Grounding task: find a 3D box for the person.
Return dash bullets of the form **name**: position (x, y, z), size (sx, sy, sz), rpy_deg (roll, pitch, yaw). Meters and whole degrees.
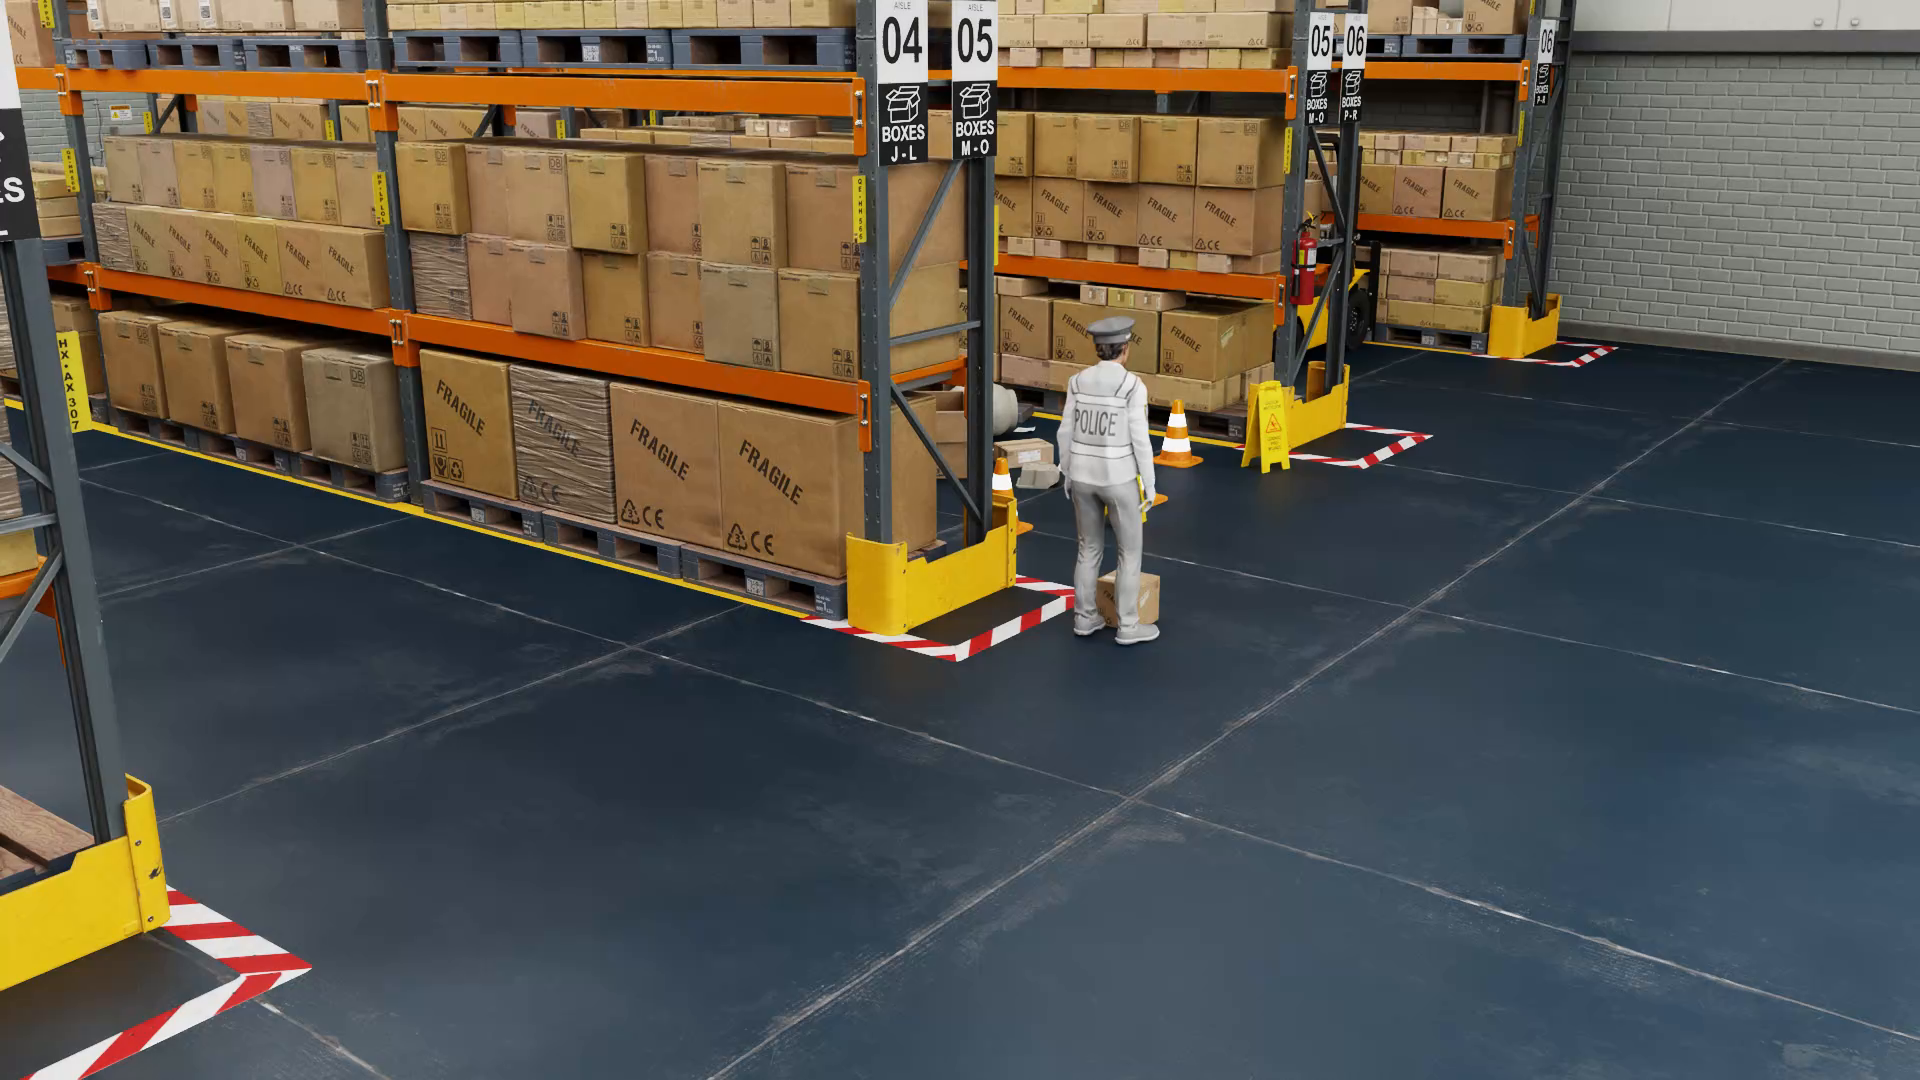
- **person**: position (0.756, -0.299, 8.532), size (0.540, 1.662, 0.374), rpy_deg (11, 20, 32)
